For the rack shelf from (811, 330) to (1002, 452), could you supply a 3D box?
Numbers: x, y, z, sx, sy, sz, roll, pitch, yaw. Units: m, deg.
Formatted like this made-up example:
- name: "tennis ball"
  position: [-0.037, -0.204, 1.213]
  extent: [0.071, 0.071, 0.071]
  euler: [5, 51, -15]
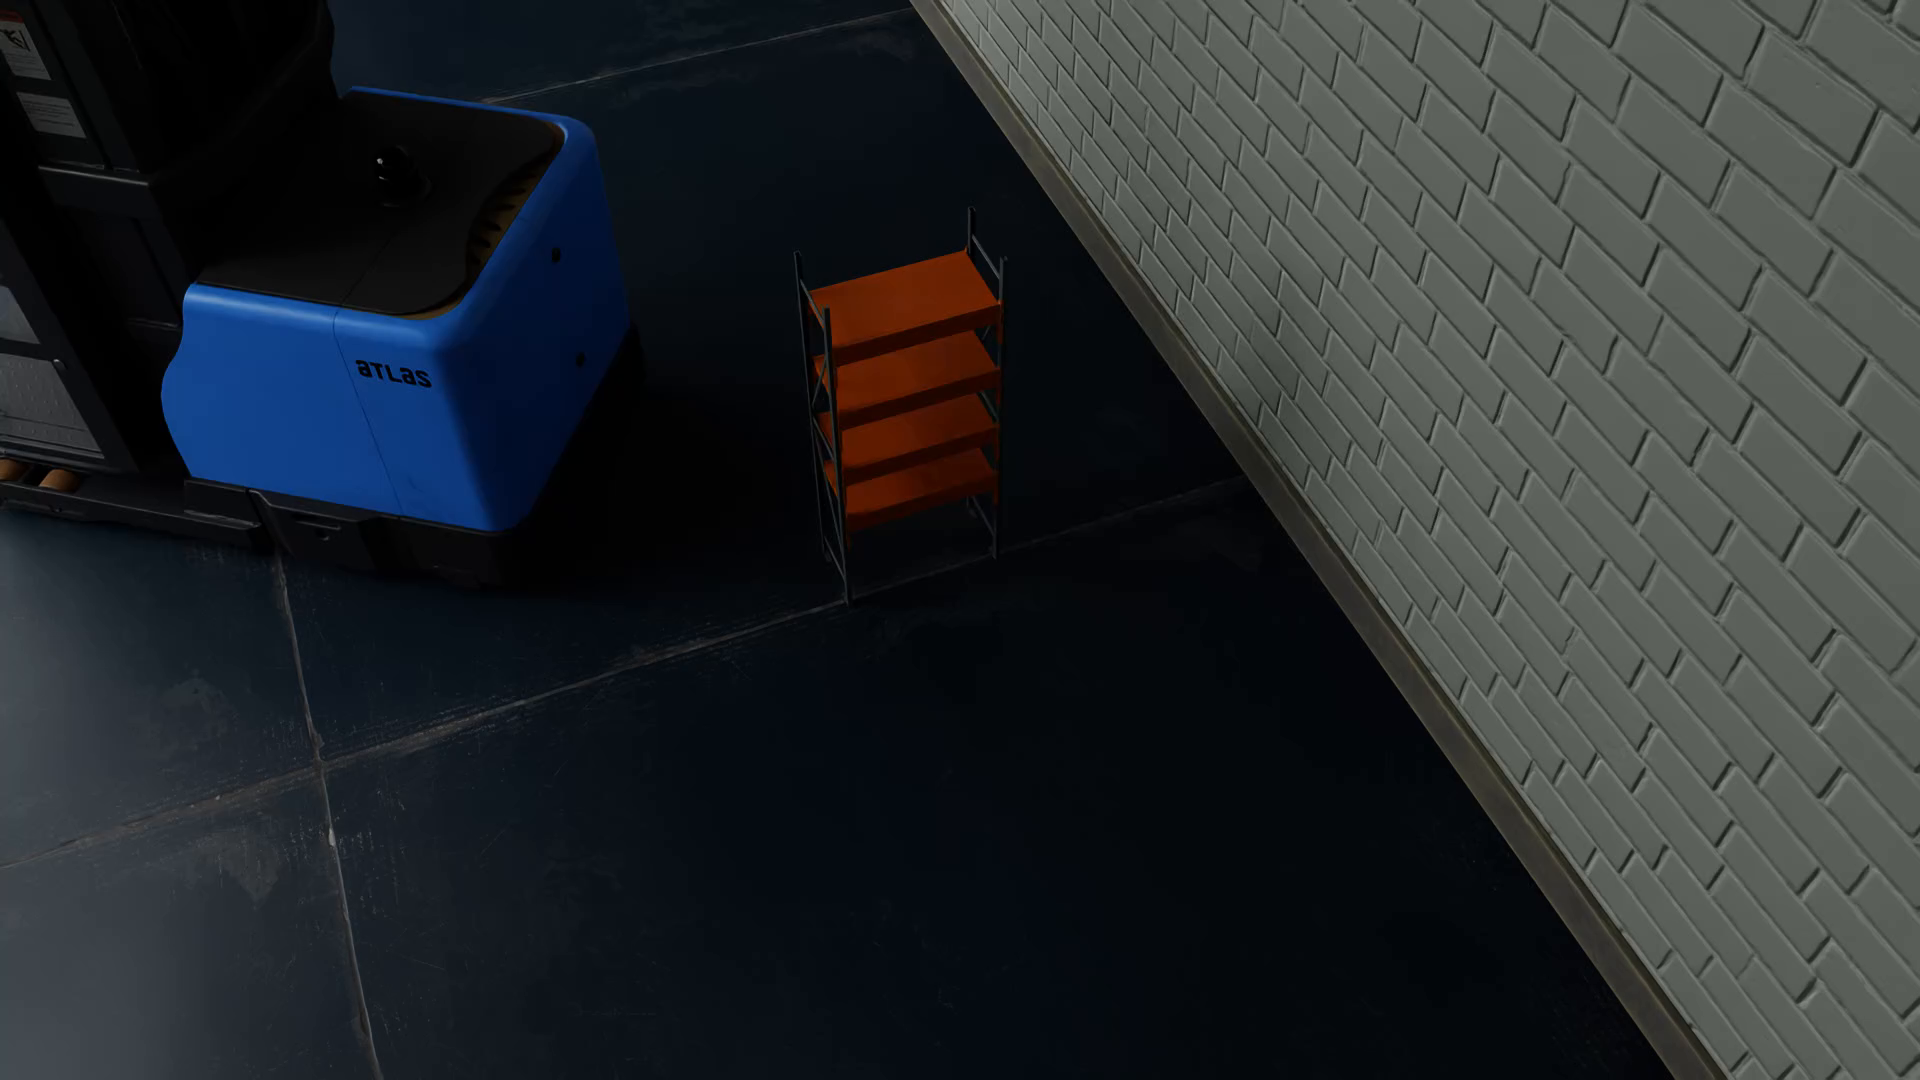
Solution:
- name: "rack shelf"
  position: [-0.153, -0.445, 4.635]
  extent: [0.480, 0.148, 0.258]
  euler: [-17, 52, -14]

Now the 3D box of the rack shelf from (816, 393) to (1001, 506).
- name: "rack shelf"
  position: [-0.153, -0.300, 4.805]
  extent: [0.480, 0.148, 0.258]
  euler: [-17, 52, -14]

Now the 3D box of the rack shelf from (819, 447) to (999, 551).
- name: "rack shelf"
  position: [-0.153, -0.170, 4.956]
  extent: [0.480, 0.148, 0.258]
  euler: [-17, 52, -14]

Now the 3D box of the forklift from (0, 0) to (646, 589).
- name: "forklift"
  position: [-2.636, -1.399, 4.519]
  extent: [3.031, 2.935, 1.130]
  euler: [10, 50, 9]

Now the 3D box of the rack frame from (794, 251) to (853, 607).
- name: "rack frame"
  position: [-0.379, -0.273, 4.694]
  extent: [0.015, 1.200, 0.240]
  euler: [-17, 52, -14]

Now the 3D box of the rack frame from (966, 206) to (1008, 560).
- name: "rack frame"
  position: [0.073, -0.413, 4.814]
  extent: [0.015, 1.200, 0.240]
  euler: [-17, 52, -14]

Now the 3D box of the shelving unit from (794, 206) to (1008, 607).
- name: "shelving unit"
  position: [-0.153, -0.343, 4.754]
  extent: [0.503, 1.200, 0.258]
  euler: [-17, 52, -14]

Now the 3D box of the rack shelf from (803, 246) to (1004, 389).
- name: "rack shelf"
  position: [-0.153, -0.599, 4.456]
  extent: [0.480, 0.148, 0.258]
  euler: [-17, 52, -14]
